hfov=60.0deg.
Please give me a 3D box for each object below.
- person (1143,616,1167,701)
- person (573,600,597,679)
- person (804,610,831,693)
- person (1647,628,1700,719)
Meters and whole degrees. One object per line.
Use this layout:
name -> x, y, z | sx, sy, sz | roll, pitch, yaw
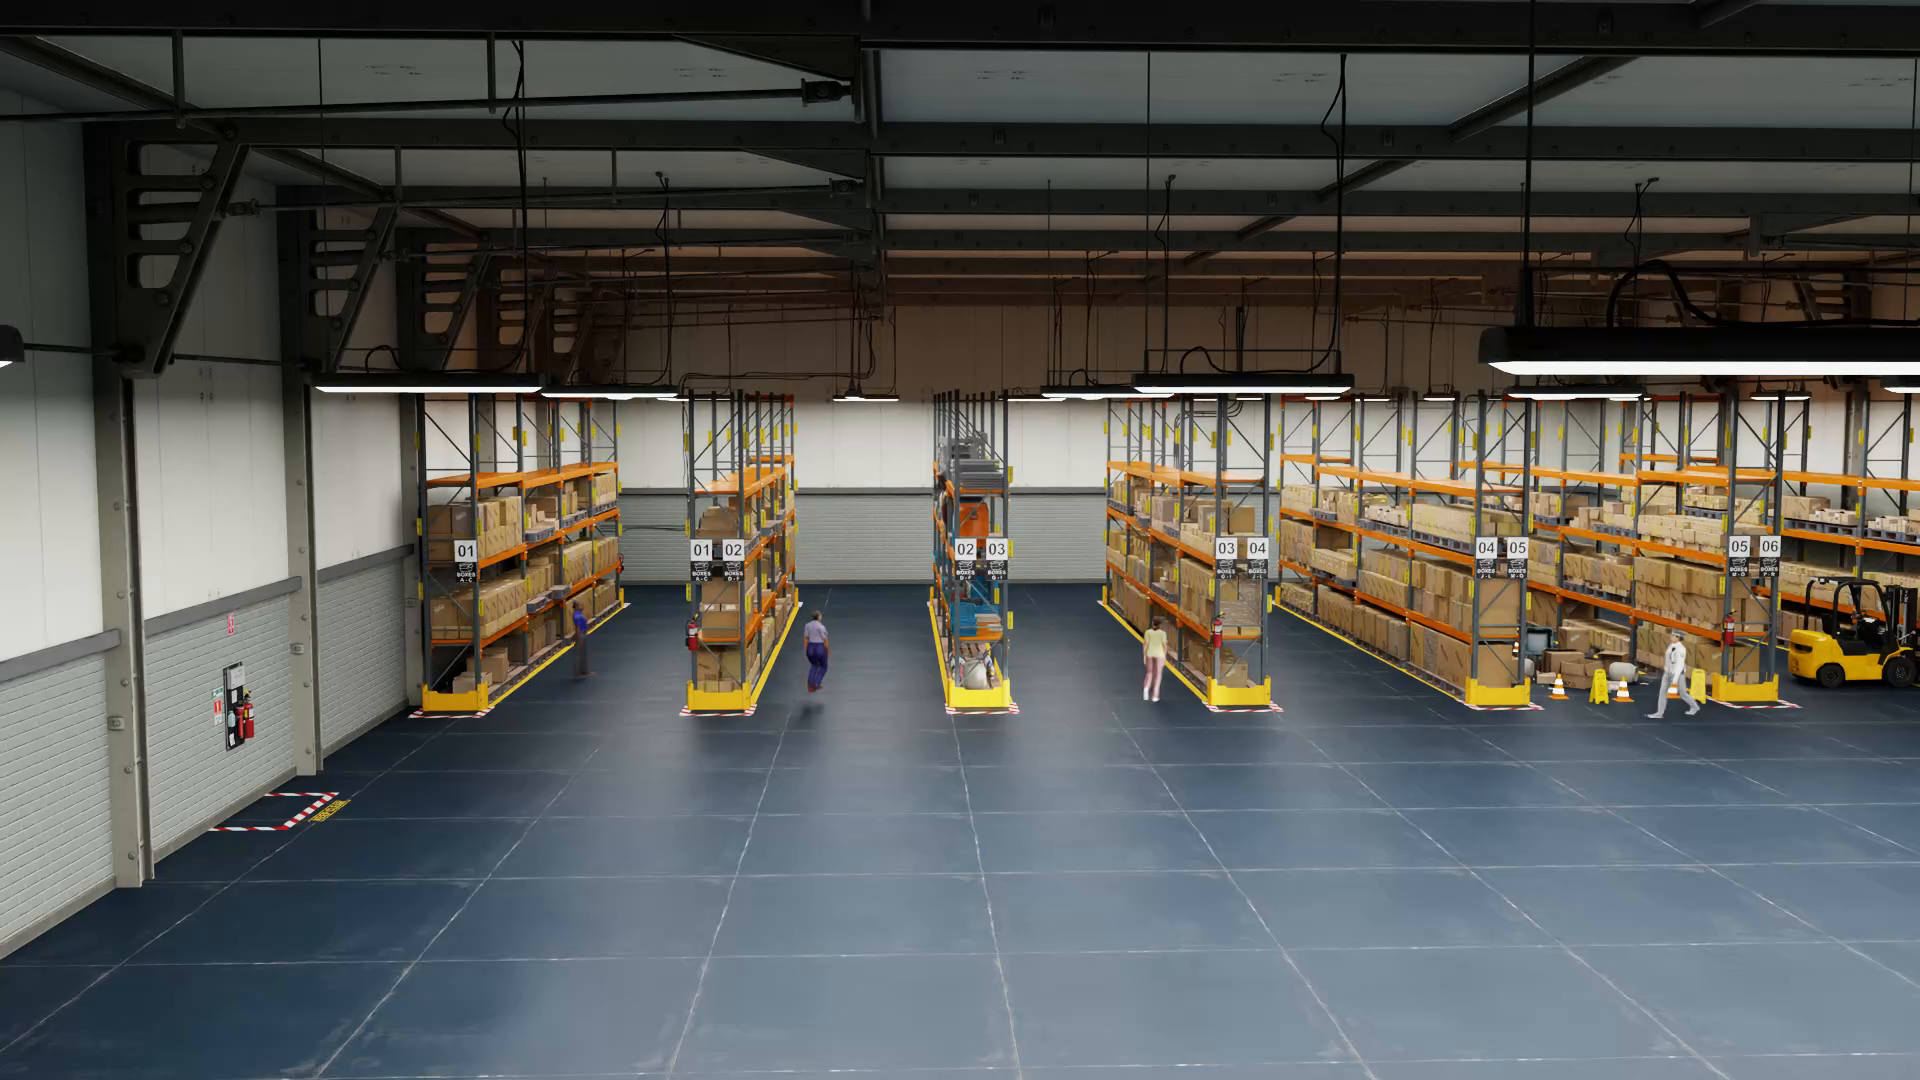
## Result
person -> 3.742, 2.277, 31.914 | 0.445, 1.660, 0.524 | 3, 5, 30
person -> -7.841, 2.071, 34.773 | 0.533, 1.636, 0.482 | -2, 5, -23
person -> -2.719, 2.149, 31.814 | 0.501, 1.627, 0.511 | 2, 5, 25
person -> 13.020, 2.430, 30.224 | 0.933, 1.650, 0.451 | -2, 5, -23
